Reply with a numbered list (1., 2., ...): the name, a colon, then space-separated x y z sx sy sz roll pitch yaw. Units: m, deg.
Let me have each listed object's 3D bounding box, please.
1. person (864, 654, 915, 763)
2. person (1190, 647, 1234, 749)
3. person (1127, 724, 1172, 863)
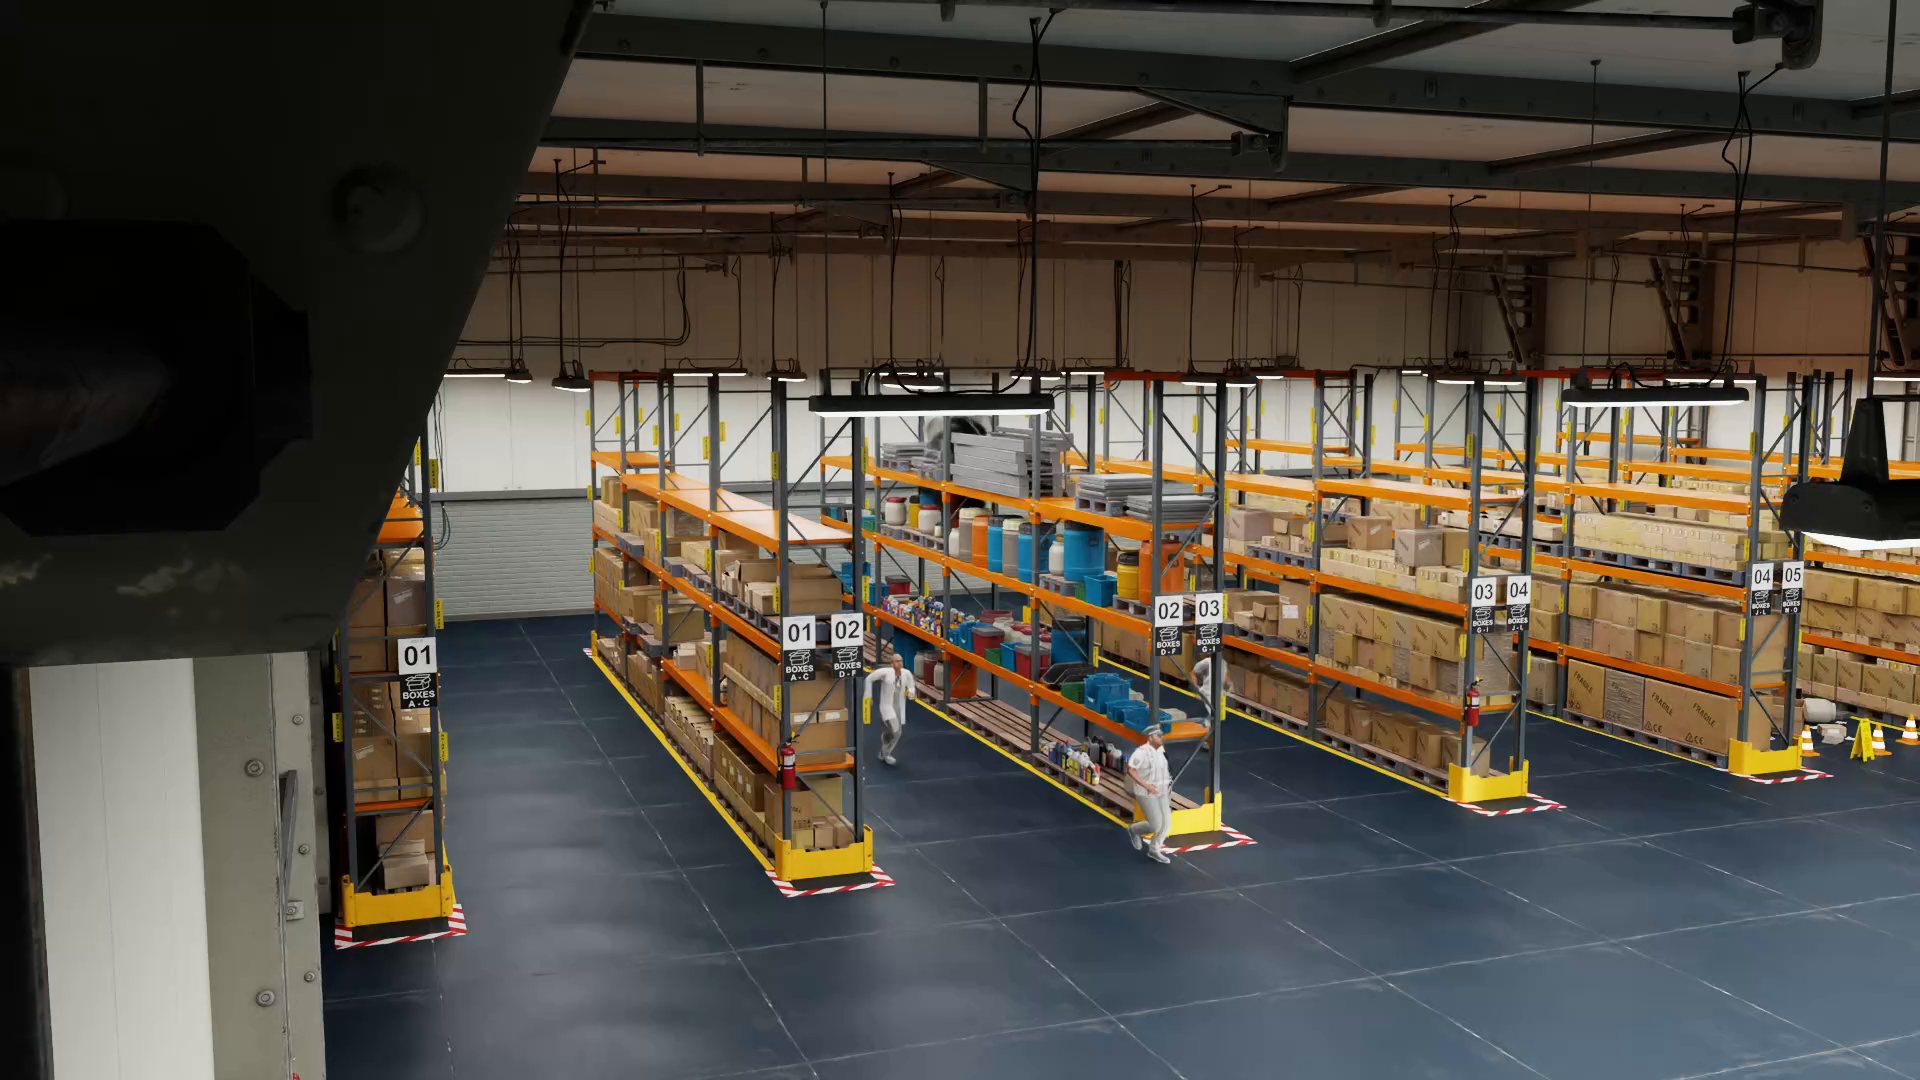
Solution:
1. person: -1.030 2.616 25.626 0.758 1.654 0.754 -4 7 -29
2. person: 4.084 2.497 26.617 0.658 1.736 0.556 -4 8 -34
3. person: 2.383 3.156 20.873 0.698 1.752 0.588 -6 9 -43
